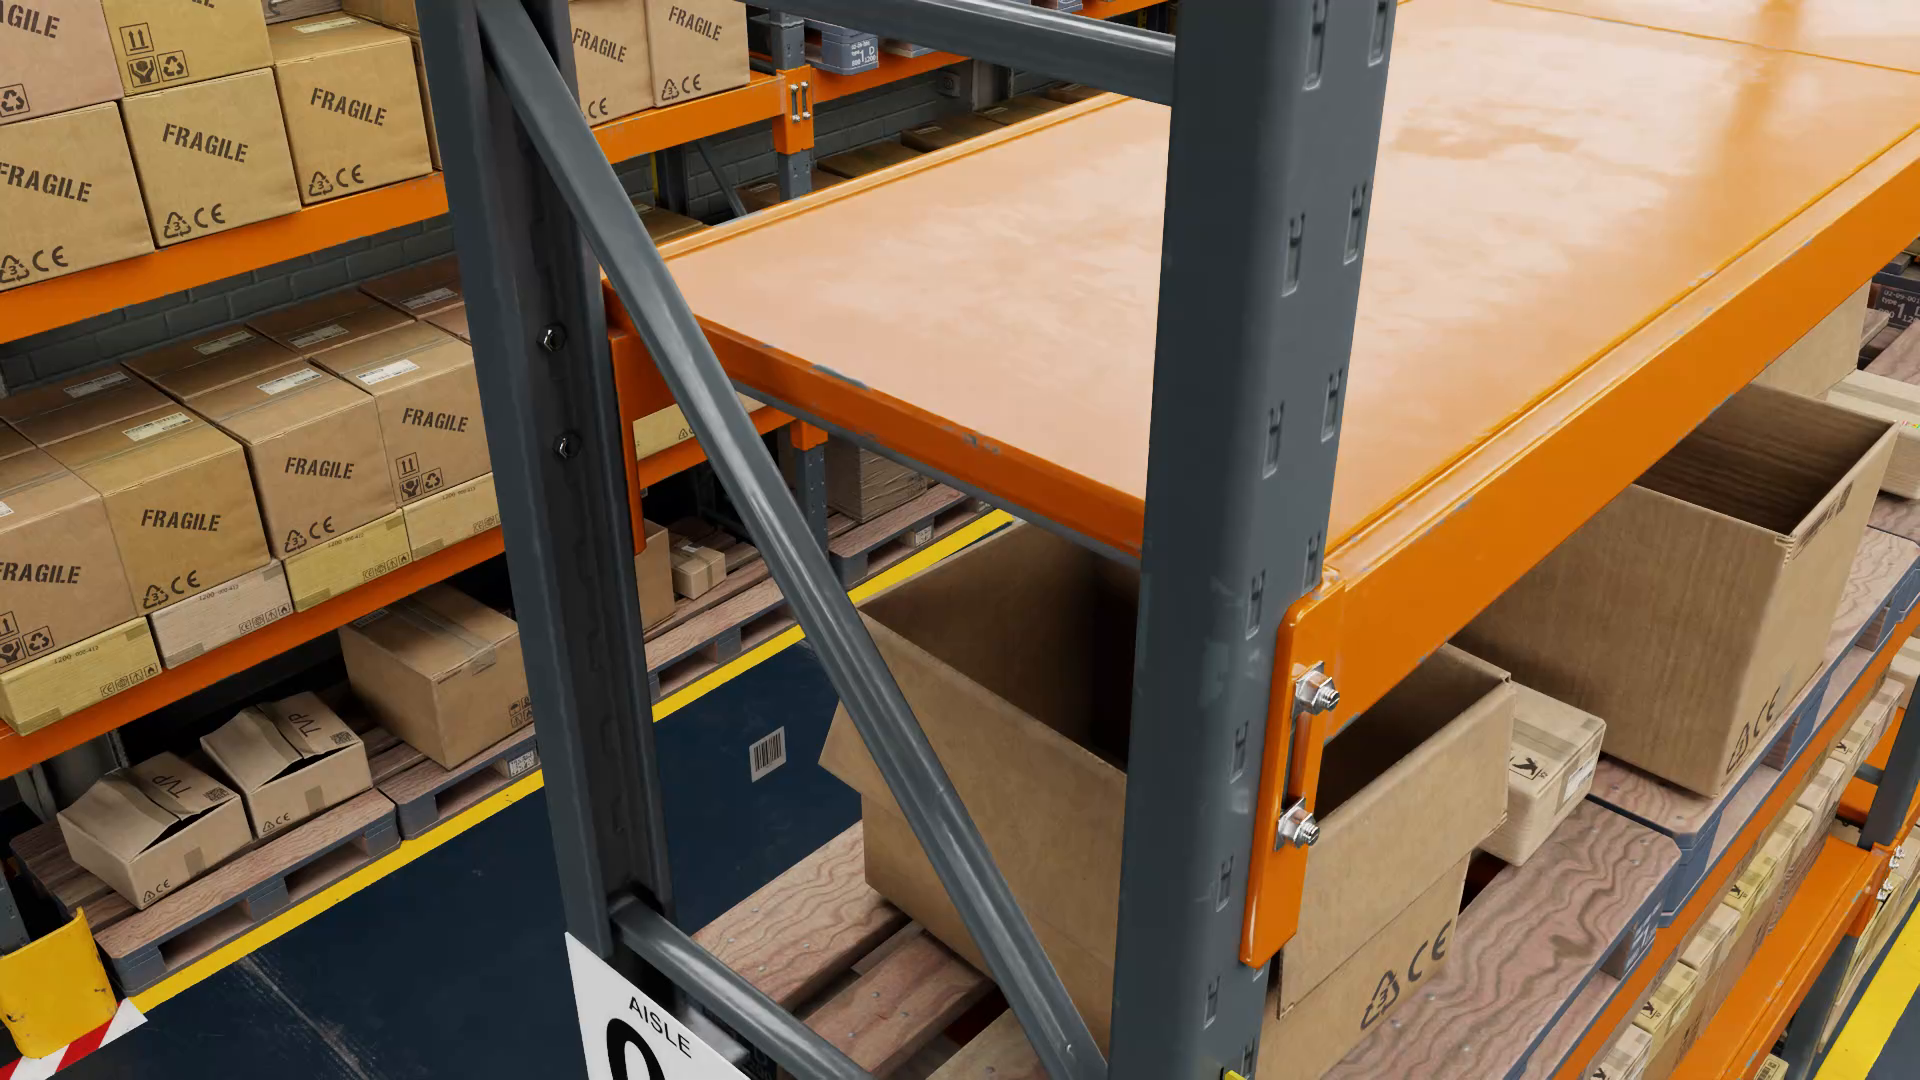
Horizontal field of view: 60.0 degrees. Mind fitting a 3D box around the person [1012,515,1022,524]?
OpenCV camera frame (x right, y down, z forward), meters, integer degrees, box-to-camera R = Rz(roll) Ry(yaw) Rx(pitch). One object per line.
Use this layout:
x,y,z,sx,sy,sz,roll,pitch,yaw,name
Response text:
0.415,0.326,7.013,0.392,1.788,0.663,-9,32,-14,person
